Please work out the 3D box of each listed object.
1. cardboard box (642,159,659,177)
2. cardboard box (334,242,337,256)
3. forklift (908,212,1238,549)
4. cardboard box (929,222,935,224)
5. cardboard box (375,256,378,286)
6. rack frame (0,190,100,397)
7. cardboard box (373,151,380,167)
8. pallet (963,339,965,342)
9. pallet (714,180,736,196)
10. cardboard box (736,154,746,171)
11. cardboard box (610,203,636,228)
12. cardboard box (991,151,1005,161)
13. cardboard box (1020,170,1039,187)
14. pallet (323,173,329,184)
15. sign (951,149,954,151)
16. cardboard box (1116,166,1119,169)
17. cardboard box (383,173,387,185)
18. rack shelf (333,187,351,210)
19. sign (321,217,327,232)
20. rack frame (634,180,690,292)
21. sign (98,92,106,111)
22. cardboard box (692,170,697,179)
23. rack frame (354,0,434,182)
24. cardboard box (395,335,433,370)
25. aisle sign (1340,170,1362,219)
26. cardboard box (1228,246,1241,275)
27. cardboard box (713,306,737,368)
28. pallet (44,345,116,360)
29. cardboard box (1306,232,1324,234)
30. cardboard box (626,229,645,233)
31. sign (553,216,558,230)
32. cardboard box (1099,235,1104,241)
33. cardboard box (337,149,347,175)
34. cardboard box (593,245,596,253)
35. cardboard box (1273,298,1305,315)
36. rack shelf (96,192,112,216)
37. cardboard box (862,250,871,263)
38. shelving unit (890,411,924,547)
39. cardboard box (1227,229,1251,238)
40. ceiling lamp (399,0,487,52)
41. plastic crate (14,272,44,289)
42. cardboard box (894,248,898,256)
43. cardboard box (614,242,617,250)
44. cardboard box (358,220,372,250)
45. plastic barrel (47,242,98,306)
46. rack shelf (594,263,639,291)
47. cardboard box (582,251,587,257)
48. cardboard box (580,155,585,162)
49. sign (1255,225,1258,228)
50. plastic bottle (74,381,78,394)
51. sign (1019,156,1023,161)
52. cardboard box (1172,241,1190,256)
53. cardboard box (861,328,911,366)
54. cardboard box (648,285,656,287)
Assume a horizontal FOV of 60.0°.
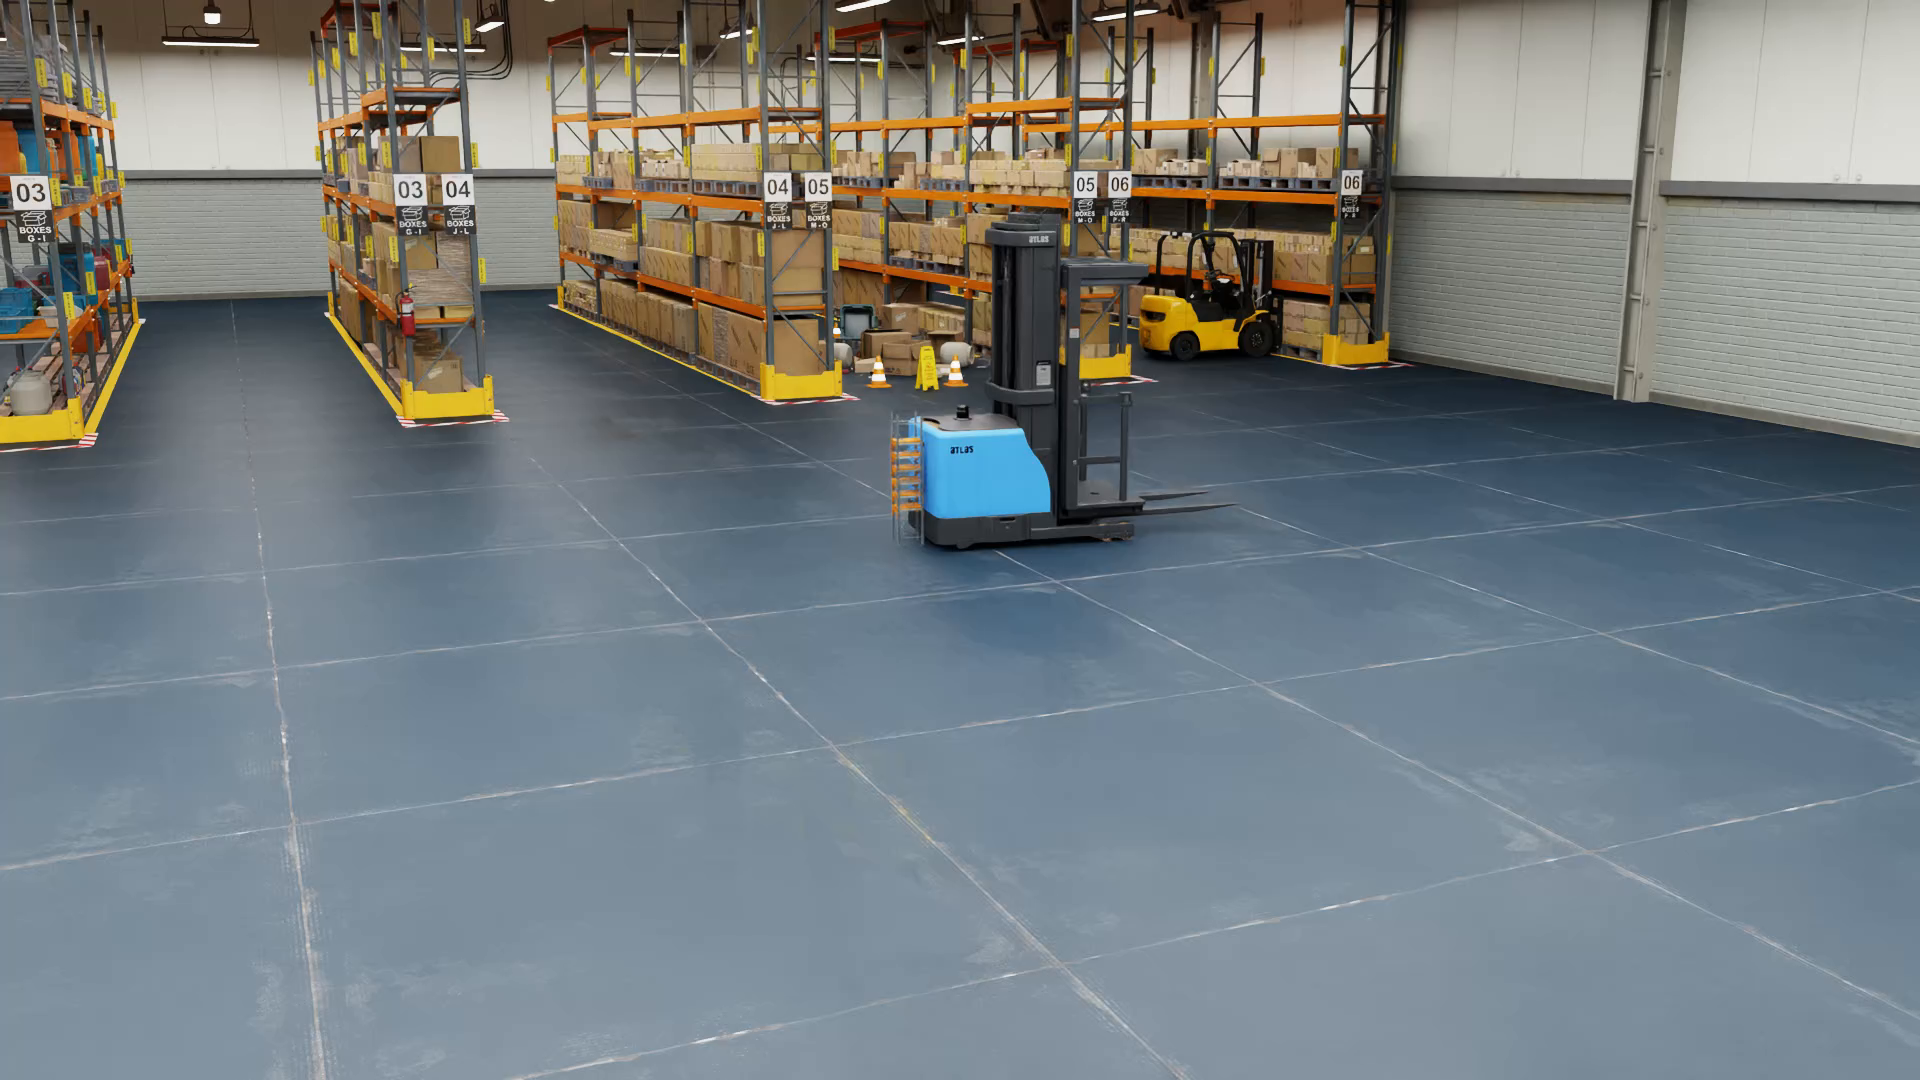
[{"bbox_3d":[-5.441,-6.725,30.045,0.500,0.311,0.500,-6,14,-23],"label":"cardboard box"},{"bbox_3d":[-12.549,-5.974,34.081,0.500,0.250,0.500,-5,14,-22],"label":"cardboard box"},{"bbox_3d":[1.088,-1.522,15.324,3.031,2.935,1.130,-4,14,-17],"label":"forklift"},{"bbox_3d":[-0.381,-5.914,32.339,0.500,0.500,0.500,-6,14,-24],"label":"cardboard box"},{"bbox_3d":[-8.389,-4.064,25.277,0.875,0.500,0.500,-6,14,-23],"label":"cardboard box"},{"bbox_3d":[-13.051,-3.522,23.815,1.000,3.000,0.127,-6,14,-23],"label":"rack frame"},{"bbox_3d":[-8.988,-5.986,26.650,0.797,0.503,0.637,-5,14,-21],"label":"cardboard box"},{"bbox_3d":[0.254,-3.667,30.624,1.003,0.211,1.213,-6,14,-23],"label":"pallet"},{"bbox_3d":[-3.124,-5.393,25.443,1.003,0.211,1.213,-6,14,-23],"label":"pallet"},{"bbox_3d":[-2.977,-5.536,24.384,0.500,0.250,0.500,-6,14,-23],"label":"cardboard box"},{"bbox_3d":[-7.090,-6.845,35.075,0.500,0.500,0.500,-5,14,-22],"label":"cardboard box"},{"bbox_3d":[0.492,-6.960,30.309,0.500,0.250,0.500,-6,14,-24],"label":"cardboard box"},{"bbox_3d":[1.306,-5.863,26.952,0.500,0.250,0.500,-5,14,-21],"label":"cardboard box"},{"bbox_3d":[-13.013,-7.714,35.474,1.003,0.211,1.213,-6,14,-23],"label":"pallet"},{"bbox_3d":[-0.190,-9.631,41.619,0.100,0.325,0.005,-6,14,-23],"label":"sign"},{"bbox_3d":[3.373,-7.641,34.326,0.380,0.166,0.250,-6,14,-23],"label":"cardboard box"},{"bbox_3d":[-7.637,-4.915,22.631,0.380,0.149,0.250,-6,14,-23],"label":"cardboard box"},{"bbox_3d":[-10.916,-6.320,30.847,1.077,0.370,4.000,-6,14,-23],"label":"rack shelf"},{"bbox_3d":[-13.830,-6.860,36.142,0.100,0.325,0.005,-6,14,-23],"label":"sign"},{"bbox_3d":[-5.530,-5.223,31.164,1.000,3.000,0.127,-6,14,-23],"label":"rack frame"},{"bbox_3d":[-15.751,-8.045,30.517,0.100,0.325,0.005,-6,14,-23],"label":"sign"},{"bbox_3d":[-4.093,-5.883,26.767,0.380,0.149,0.250,-6,14,-24],"label":"cardboard box"},{"bbox_3d":[-8.513,-6.892,25.072,1.000,3.000,0.127,-6,14,-23],"label":"rack frame"},{"bbox_3d":[-8.389,-2.870,25.610,0.500,0.500,0.500,-6,14,-25],"label":"cardboard box"},{"bbox_3d":[6.474,-5.714,27.519,0.394,0.787,0.004,-6,14,-23],"label":"aisle sign"},{"bbox_3d":[5.277,-5.141,30.588,0.500,0.500,0.500,-5,14,-22],"label":"cardboard box"},{"bbox_3d":[-3.375,-3.244,26.394,0.875,0.875,0.875,-6,14,-23],"label":"cardboard box"},{"bbox_3d":[-15.007,-3.149,28.388,1.003,0.211,1.213,-6,14,-23],"label":"pallet"},{"bbox_3d":[6.356,-5.364,29.452,0.380,0.149,0.250,-6,14,-24],"label":"cardboard box"},{"bbox_3d":[-6.582,-6.247,33.896,0.380,0.149,0.250,-6,14,-25],"label":"cardboard box"},{"bbox_3d":[-9.231,-7.248,37.996,0.100,0.325,0.005,-6,14,-23],"label":"sign"},{"bbox_3d":[2.793,-6.460,35.912,0.500,0.250,0.500,-6,14,-26],"label":"cardboard box"},{"bbox_3d":[-12.086,-7.542,33.156,0.700,0.500,0.500,-7,15,-26],"label":"cardboard box"},{"bbox_3d":[-7.279,-5.952,33.939,0.380,0.149,0.250,-5,14,-22],"label":"cardboard box"},{"bbox_3d":[5.825,-4.115,29.325,0.500,0.250,0.500,-5,14,-22],"label":"cardboard box"},{"bbox_3d":[-15.454,-5.872,28.914,1.077,0.370,4.000,-6,14,-23],"label":"rack shelf"},{"bbox_3d":[-1.694,-5.803,34.003,0.500,0.250,0.500,-5,14,-22],"label":"cardboard box"},{"bbox_3d":[-0.472,-0.547,14.951,0.258,1.200,0.189,-4,14,-17],"label":"shelving unit"},{"bbox_3d":[5.174,-5.686,30.846,0.380,0.149,0.250,-5,14,-22],"label":"cardboard box"},{"bbox_3d":[-12.071,-12.999,38.511,2.000,3.185,0.800,-6,14,-23],"label":"ceiling lamp"},{"bbox_3d":[-13.525,-3.626,24.121,0.402,0.464,0.583,-6,14,-23],"label":"plastic crate"},{"bbox_3d":[-1.075,-5.689,32.804,0.380,0.149,0.250,-7,15,-26],"label":"cardboard box"},{"bbox_3d":[-6.461,-5.672,32.070,0.380,0.149,0.250,-6,14,-23],"label":"cardboard box"},{"bbox_3d":[-10.393,-5.486,29.853,0.797,0.503,0.637,-5,14,-21],"label":"cardboard box"},{"bbox_3d":[-12.928,-3.873,24.222,0.600,0.901,0.708,-6,14,-23],"label":"plastic barrel"},{"bbox_3d":[-6.331,-5.286,33.031,1.077,0.370,4.000,-6,14,-23],"label":"rack shelf"},{"bbox_3d":[-7.933,-6.178,35.847,0.380,0.149,0.250,-6,14,-25],"label":"cardboard box"},{"bbox_3d":[-7.759,-8.016,34.918,0.380,0.149,0.250,-6,14,-23],"label":"cardboard box"},{"bbox_3d":[5.622,-5.824,31.667,0.100,0.325,0.005,-6,14,-23],"label":"sign"},{"bbox_3d":[-12.026,-2.054,22.548,0.097,0.271,0.097,0,13,0],"label":"plastic bottle"},{"bbox_3d":[1.062,-6.628,29.438,0.100,0.325,0.005,-6,14,-23],"label":"sign"},{"bbox_3d":[4.471,-5.668,32.311,0.500,0.250,0.500,-6,14,-24],"label":"cardboard box"},{"bbox_3d":[-1.236,-3.215,27.722,0.797,0.637,0.503,-6,14,-23],"label":"cardboard box"},{"bbox_3d":[-5.787,-4.844,32.477,0.500,0.250,0.500,-6,14,-24],"label":"cardboard box"}]
